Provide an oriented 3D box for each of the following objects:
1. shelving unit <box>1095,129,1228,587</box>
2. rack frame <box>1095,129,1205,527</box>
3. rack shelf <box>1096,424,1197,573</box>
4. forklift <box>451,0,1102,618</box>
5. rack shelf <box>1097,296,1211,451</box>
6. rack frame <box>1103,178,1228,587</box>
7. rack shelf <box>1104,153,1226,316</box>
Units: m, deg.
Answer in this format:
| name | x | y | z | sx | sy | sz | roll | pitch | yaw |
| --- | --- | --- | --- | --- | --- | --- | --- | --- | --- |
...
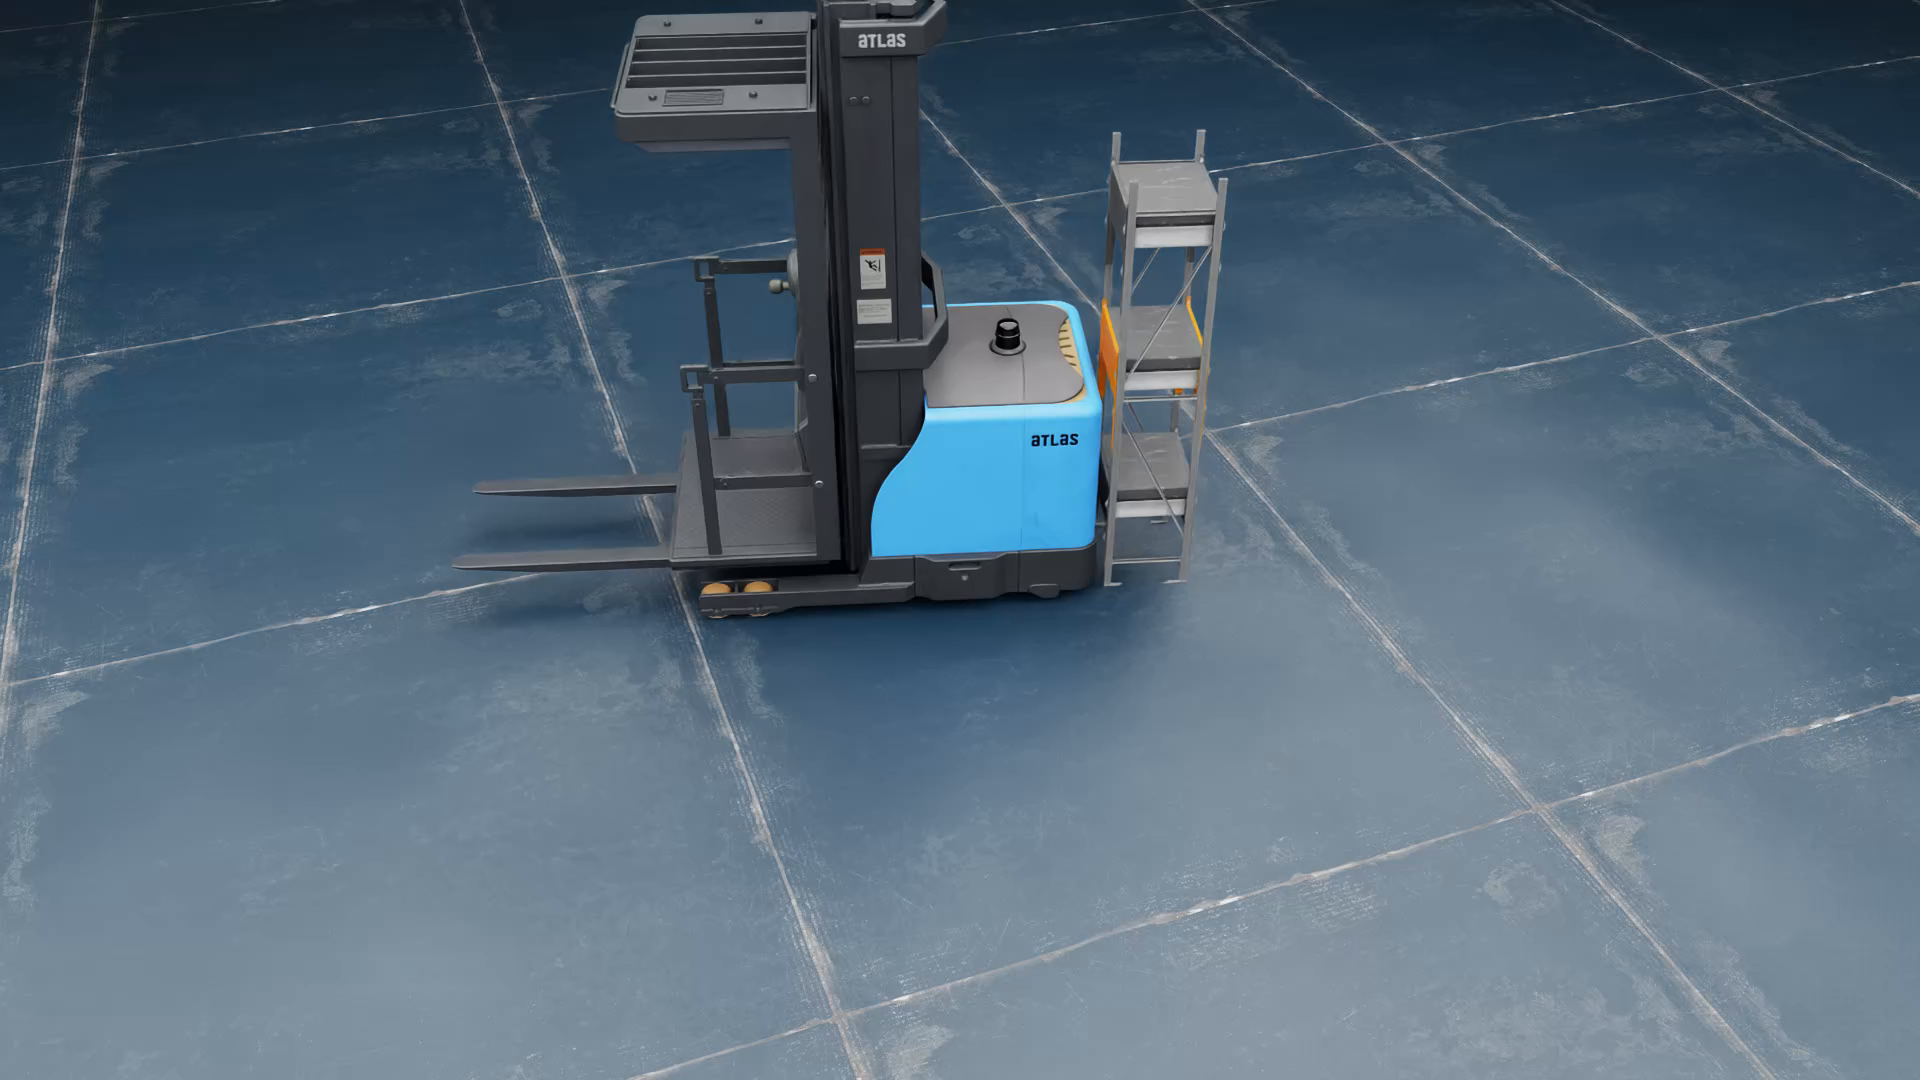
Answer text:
| name | x | y | z | sx | sy | sz | roll | pitch | yaw |
| --- | --- | --- | --- | --- | --- | --- | --- | --- | --- |
| shelving unit | 0.874 | -0.772 | 7.590 | 0.431 | 2.100 | 0.503 | -2 | 37 | -3 |
| rack frame | 0.856 | -0.919 | 7.785 | 0.400 | 2.100 | 0.015 | -2 | 37 | -3 |
| rack shelf | 0.874 | -0.202 | 8.020 | 0.431 | 0.518 | 0.480 | -2 | 37 | -3 |
| forklift | -0.895 | -1.133 | 7.378 | 3.031 | 2.935 | 1.130 | -2 | 37 | -3 |
| rack shelf | 0.874 | -0.761 | 7.599 | 0.431 | 0.518 | 0.480 | -2 | 37 | -3 |
| rack frame | 0.891 | -0.626 | 7.396 | 0.400 | 2.100 | 0.015 | -2 | 37 | -3 |
| rack shelf | 0.874 | -1.320 | 7.178 | 0.431 | 0.518 | 0.480 | -2 | 37 | -3 |
